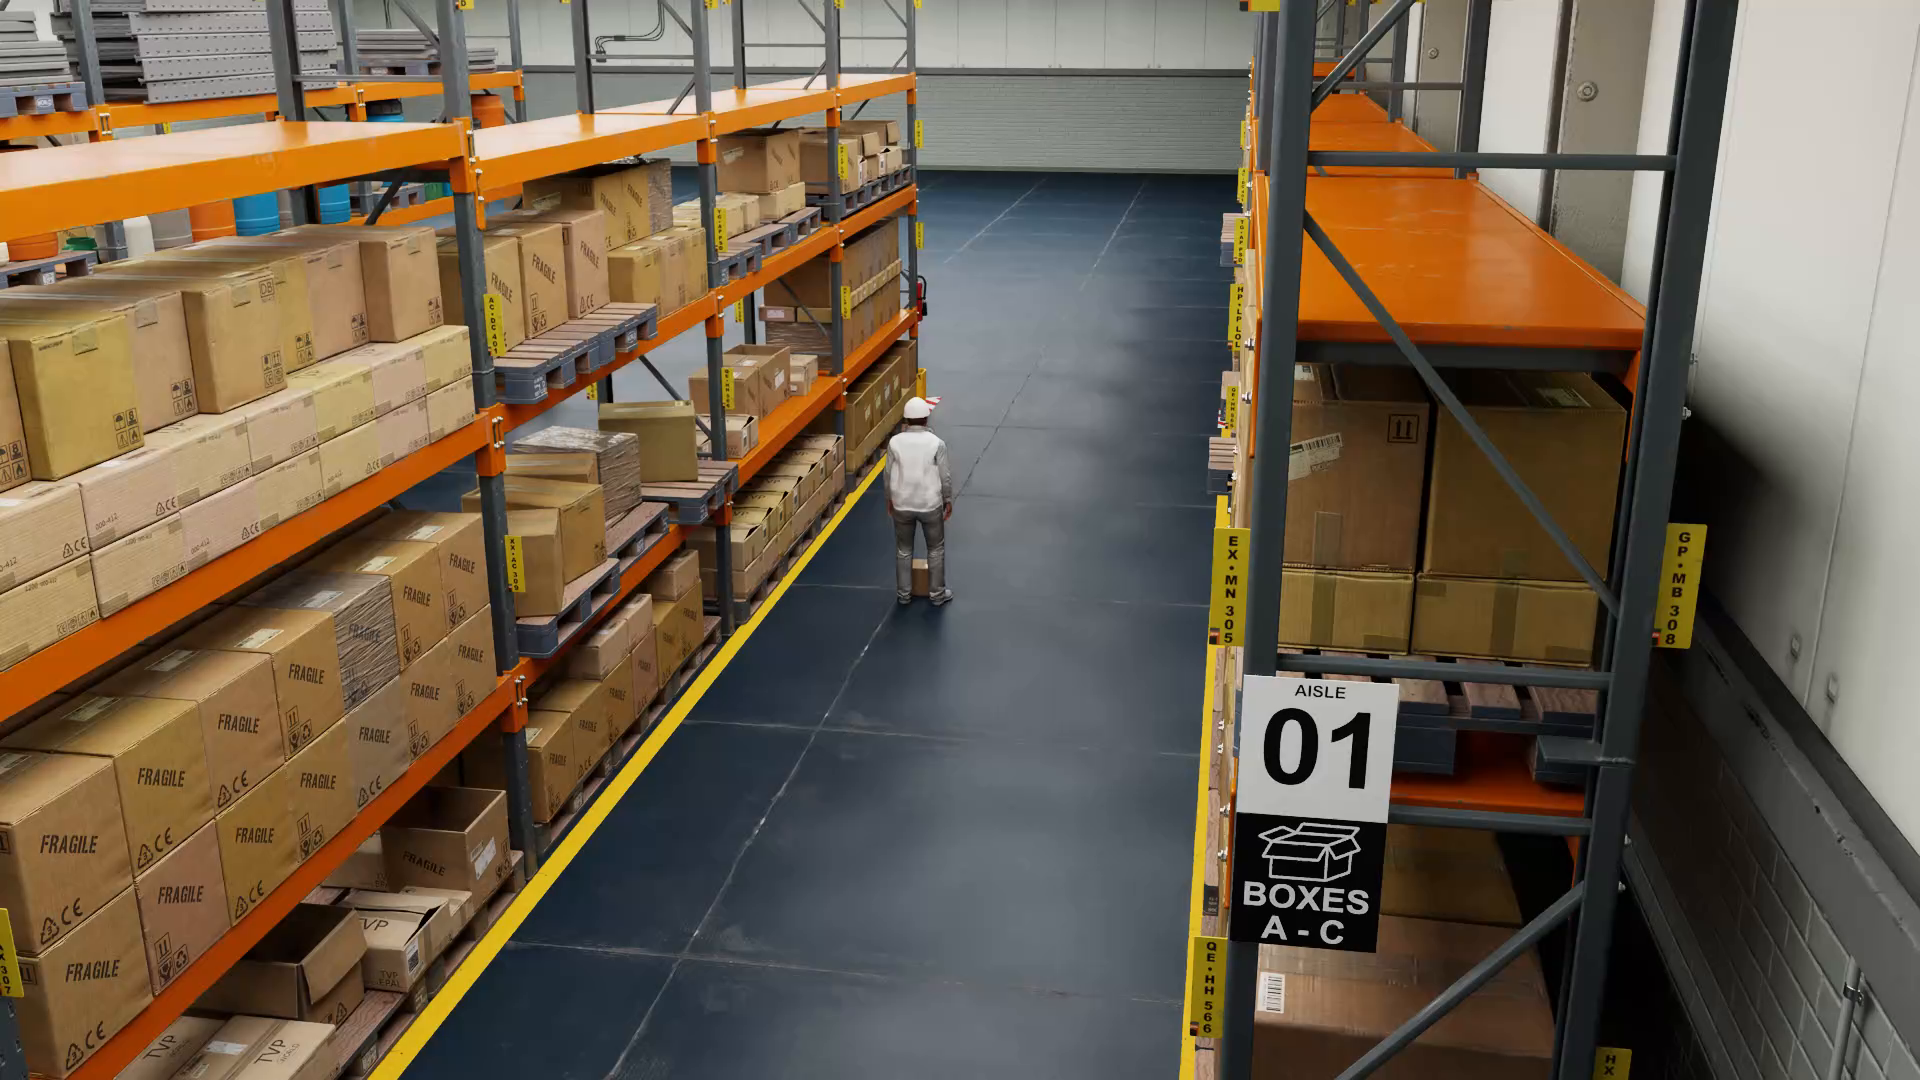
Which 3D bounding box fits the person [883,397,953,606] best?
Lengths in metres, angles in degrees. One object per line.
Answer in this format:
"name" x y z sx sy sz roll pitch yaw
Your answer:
"person" -0.351 -0.318 14.003 0.579 1.770 0.465 3 18 8
